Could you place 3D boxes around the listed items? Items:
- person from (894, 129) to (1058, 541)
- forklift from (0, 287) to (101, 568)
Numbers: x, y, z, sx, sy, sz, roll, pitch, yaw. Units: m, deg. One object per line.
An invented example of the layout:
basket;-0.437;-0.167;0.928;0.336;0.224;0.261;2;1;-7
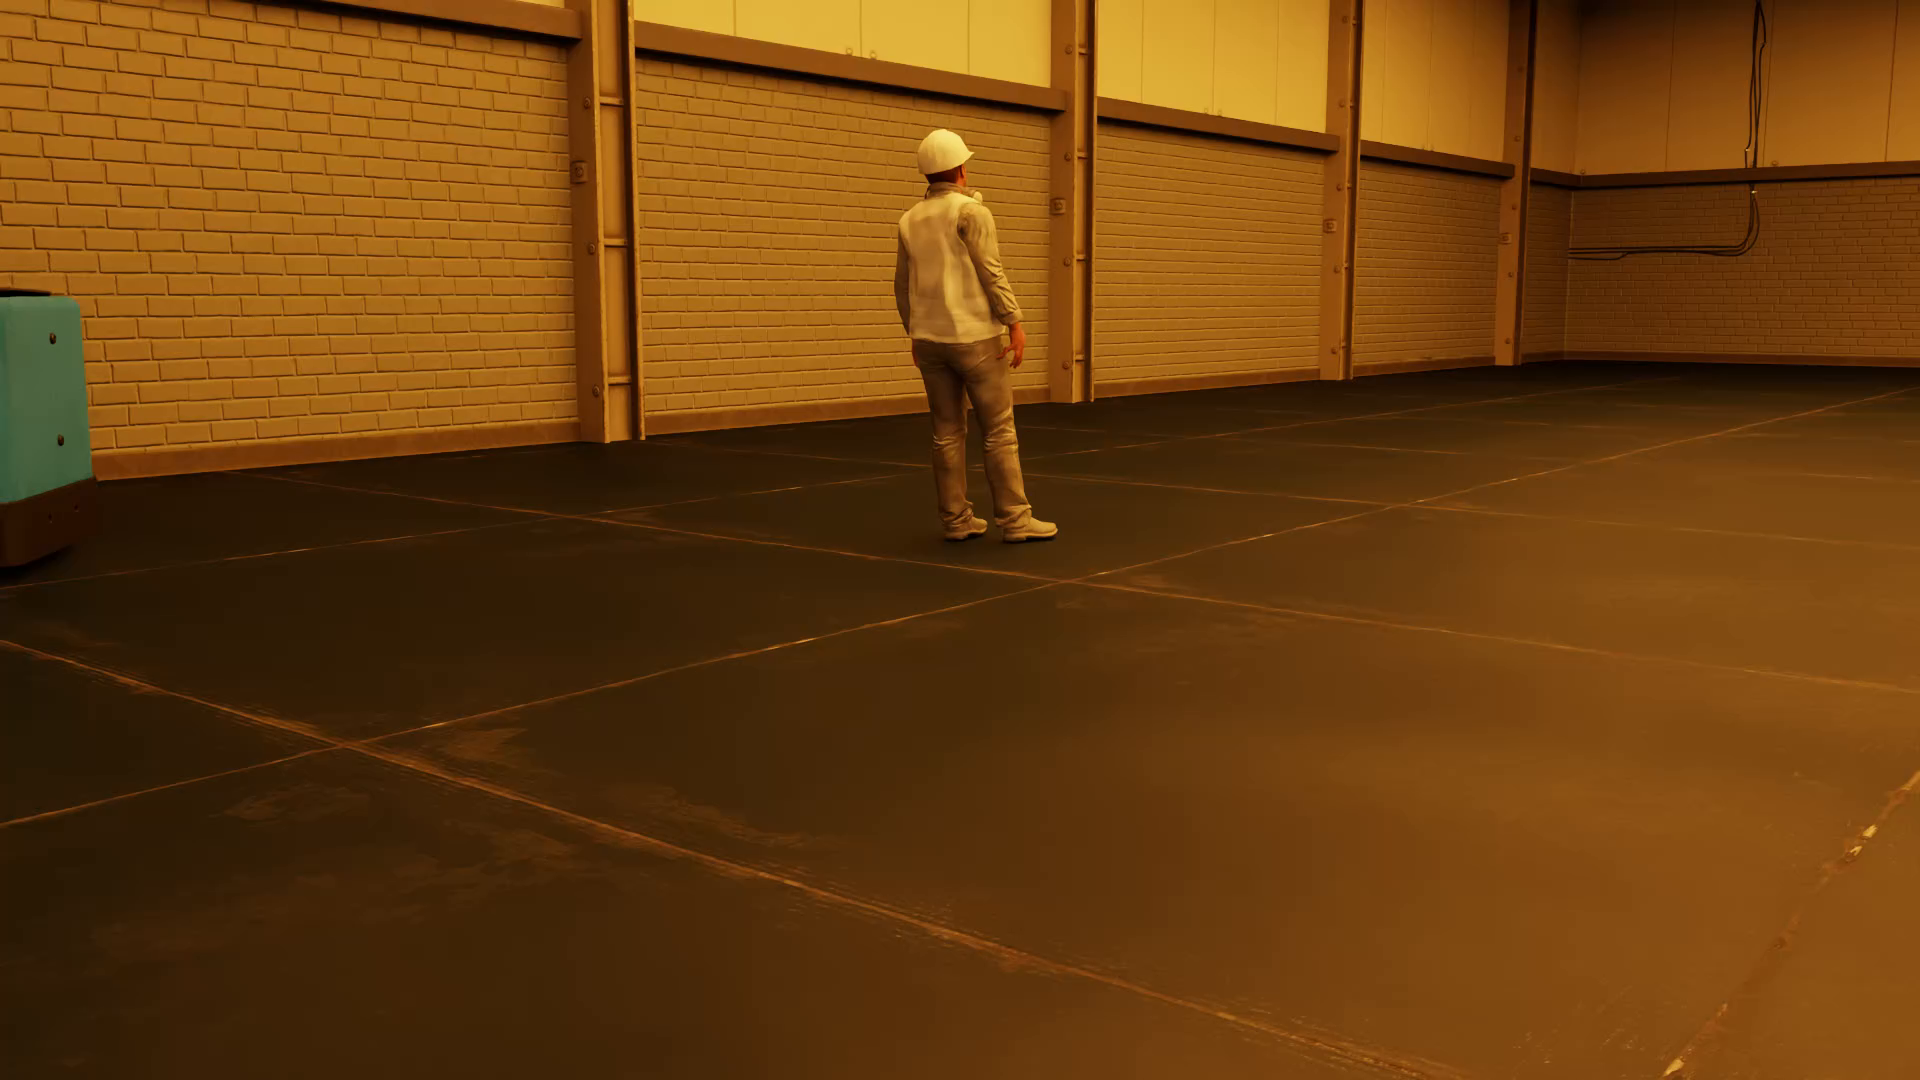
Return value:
person;0.045;-0.891;7.318;0.632;1.773;0.568;7;11;38
forklift;-5.095;-1.310;6.236;3.031;2.935;1.130;-1;8;-10
